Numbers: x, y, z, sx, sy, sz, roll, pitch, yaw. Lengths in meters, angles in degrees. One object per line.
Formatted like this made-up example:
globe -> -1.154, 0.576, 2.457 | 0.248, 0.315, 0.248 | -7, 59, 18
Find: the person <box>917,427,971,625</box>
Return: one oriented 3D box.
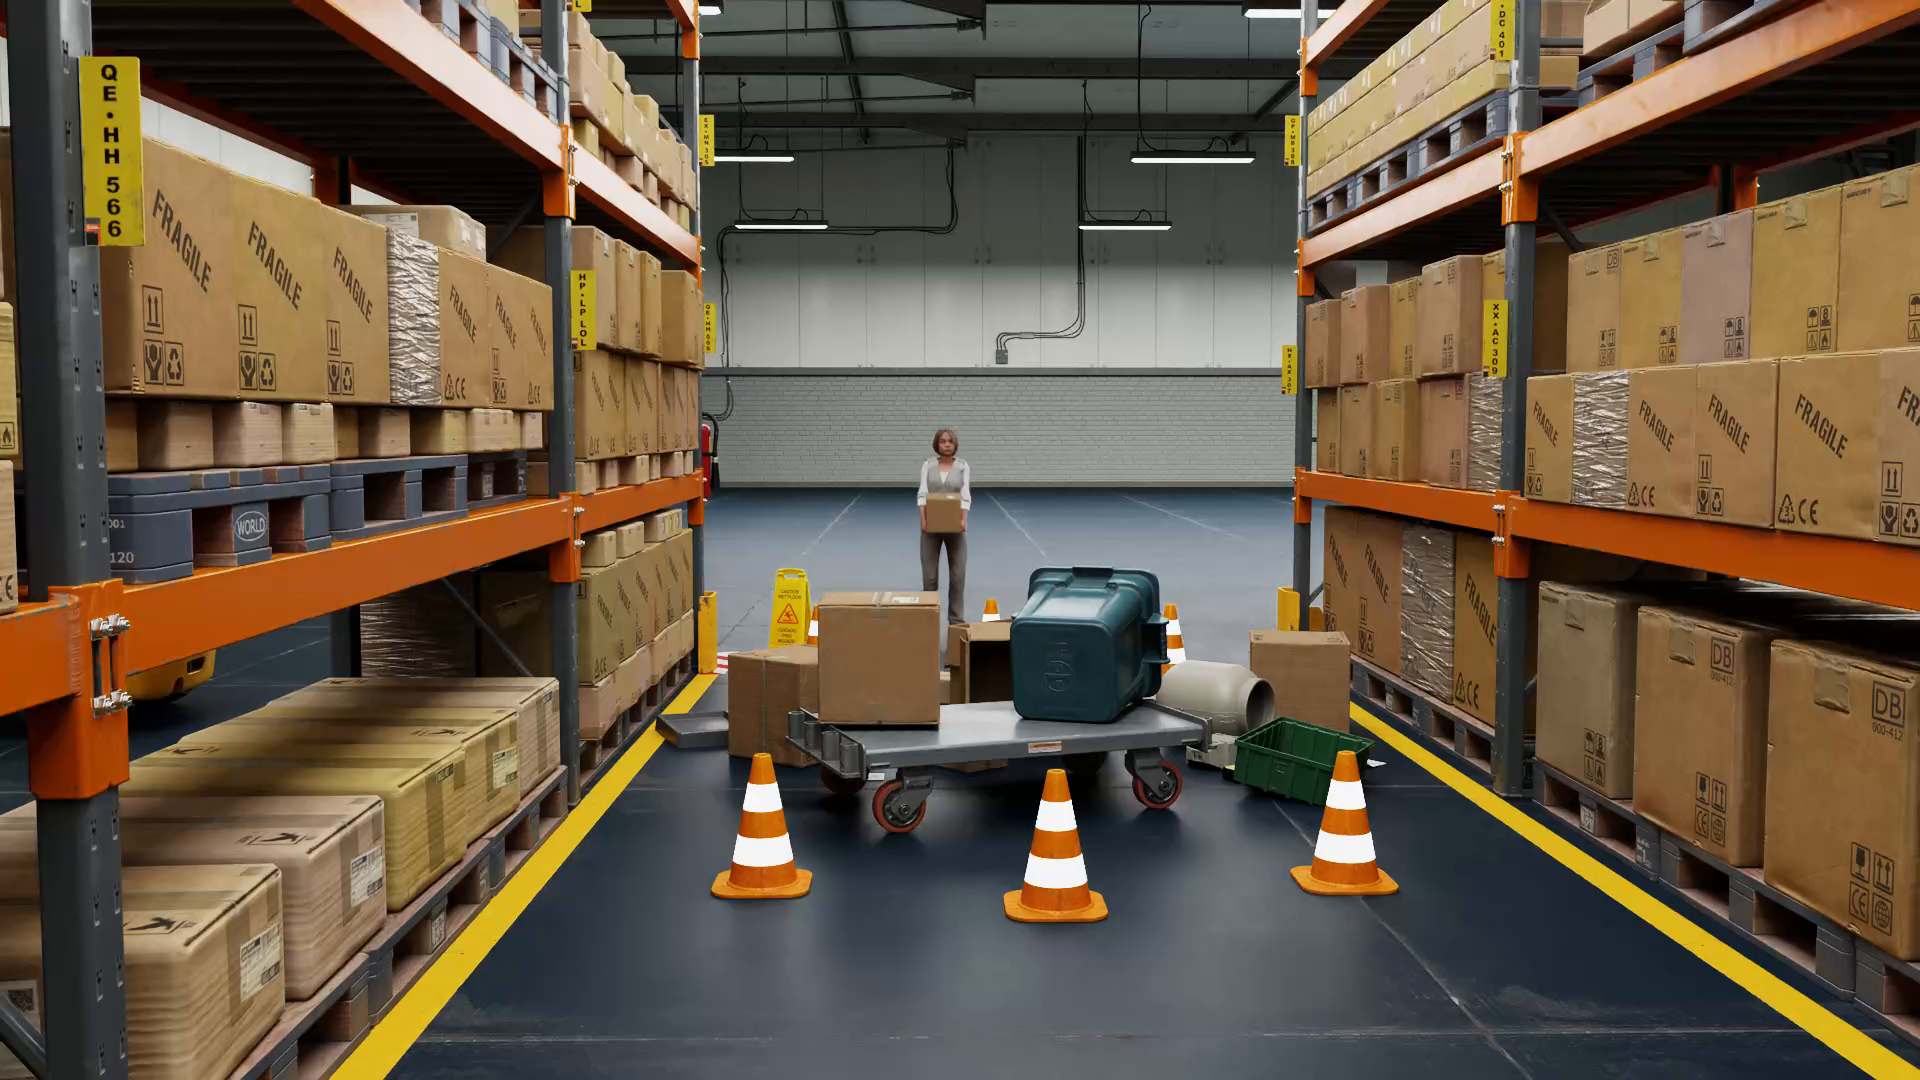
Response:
person -> -0.119, -0.039, 12.336 | 0.404, 1.593, 0.494 | 0, 4, 0
